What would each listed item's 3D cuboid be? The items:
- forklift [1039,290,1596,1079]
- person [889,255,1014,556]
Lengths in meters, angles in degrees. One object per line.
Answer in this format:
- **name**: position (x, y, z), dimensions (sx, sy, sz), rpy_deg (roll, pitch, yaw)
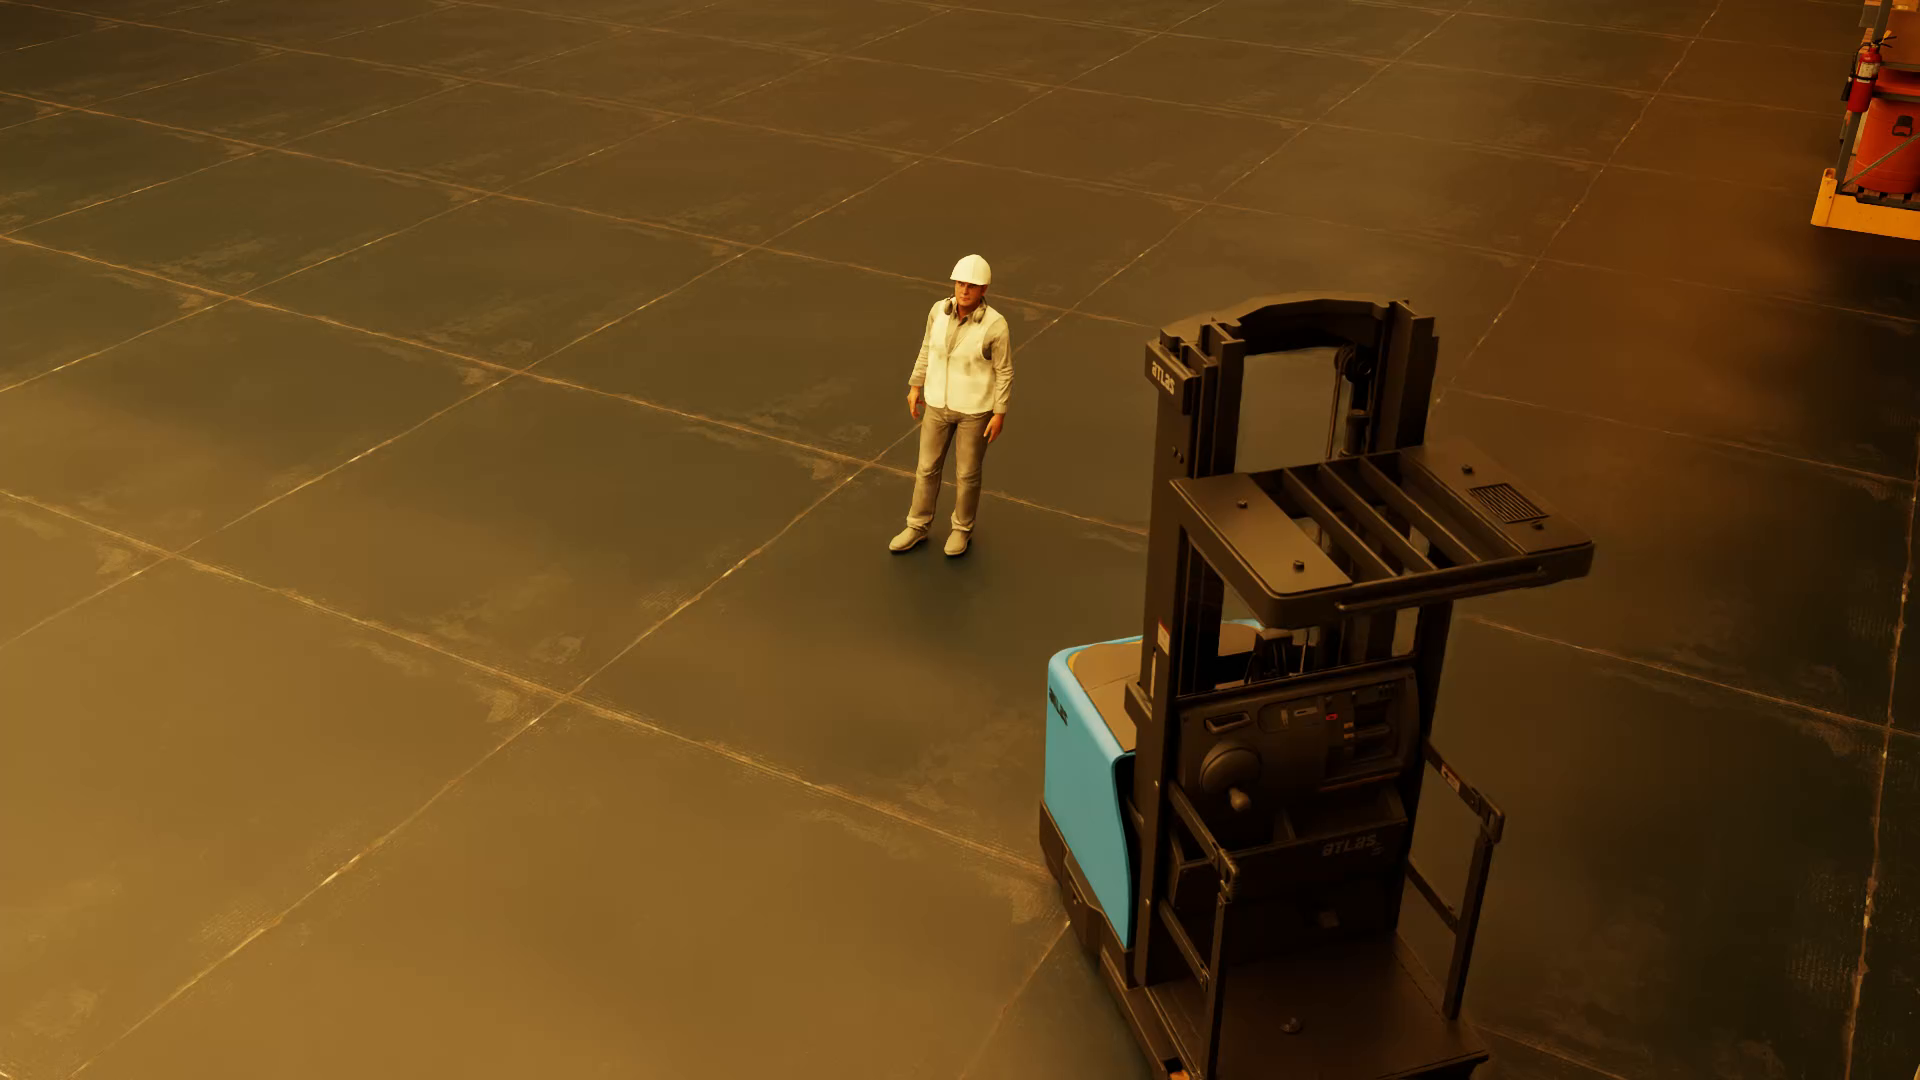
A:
- **forklift**: position (1.279, 0.761, 5.752), dimensions (1.130, 2.935, 3.031), rpy_deg (-9, 31, -15)
- **person**: position (-0.037, -0.749, 9.511), dimensions (0.634, 1.775, 0.566), rpy_deg (15, 33, 25)
